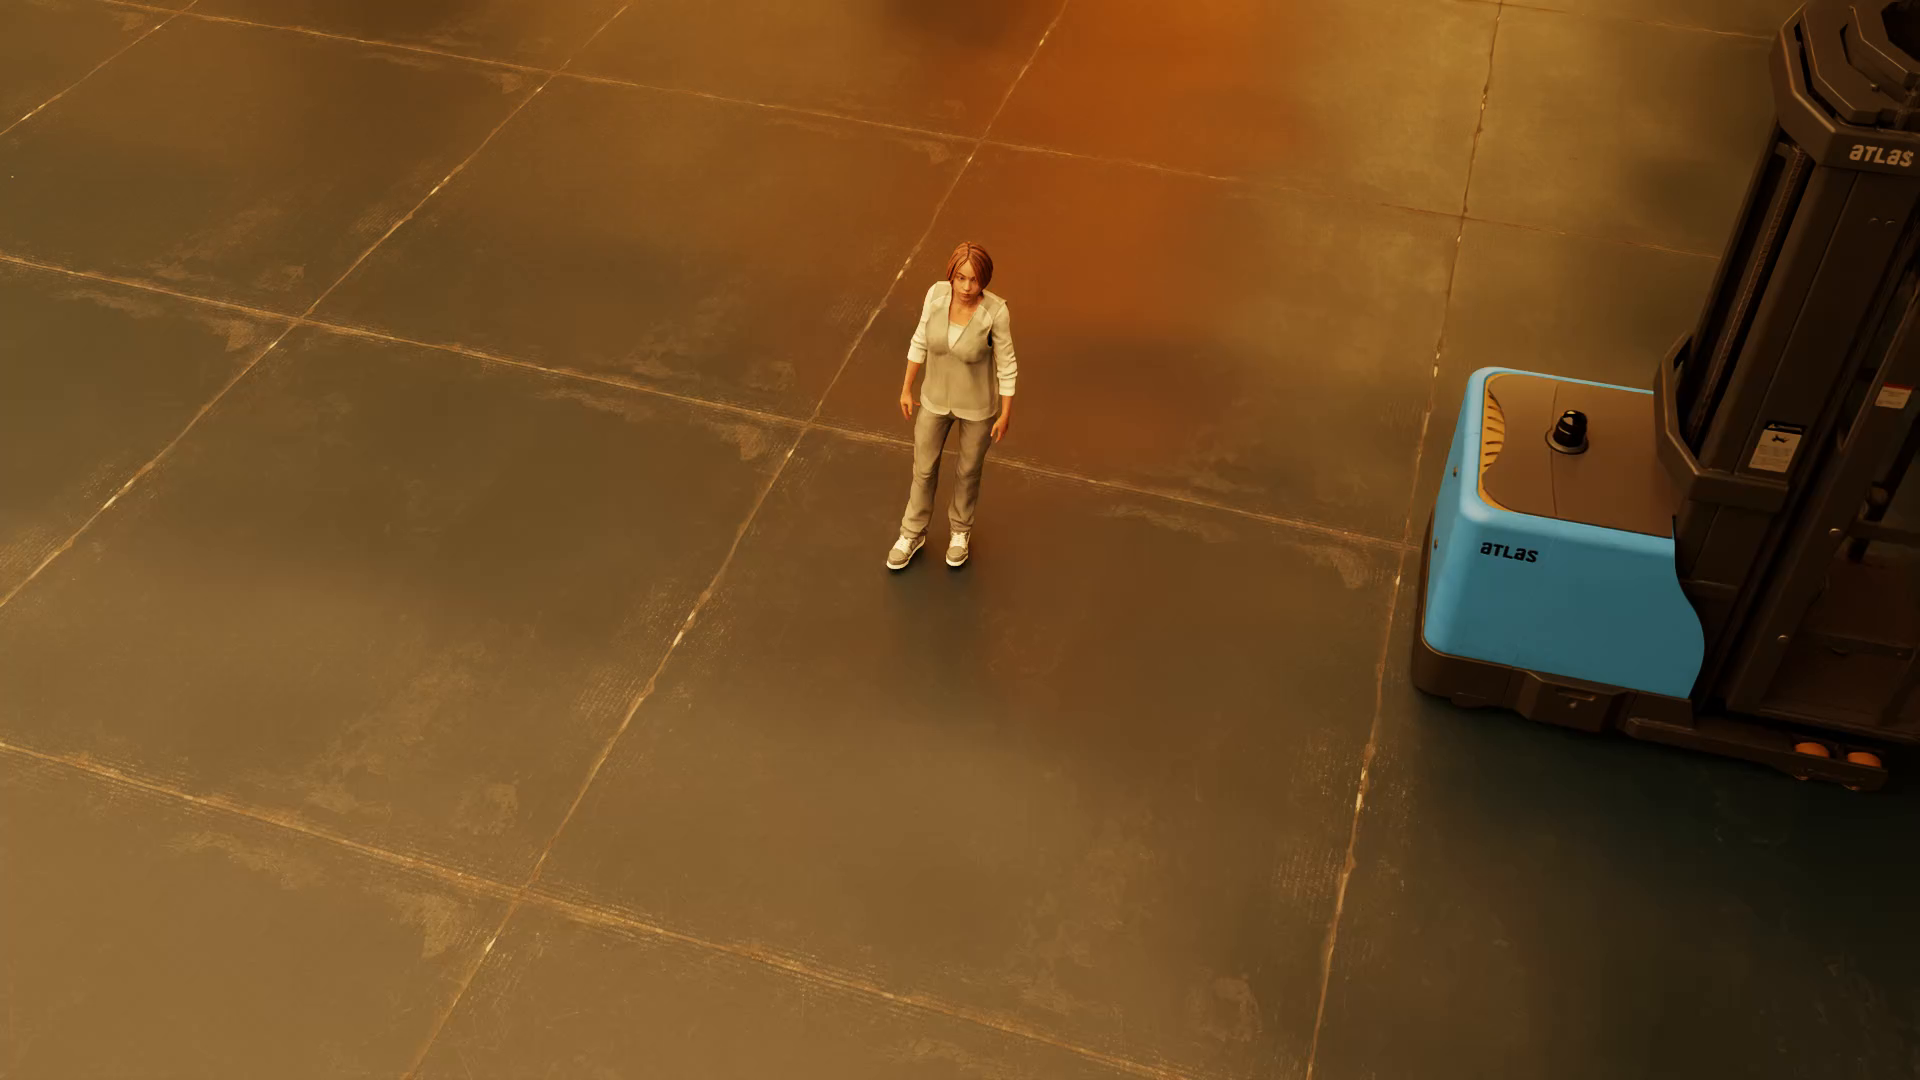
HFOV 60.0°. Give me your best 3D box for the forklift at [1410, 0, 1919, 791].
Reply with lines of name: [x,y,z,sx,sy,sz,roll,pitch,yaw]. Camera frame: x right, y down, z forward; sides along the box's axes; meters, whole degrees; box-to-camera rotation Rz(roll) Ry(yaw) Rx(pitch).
forklift: [3.501,-0.459,6.182,3.031,2.935,1.130,11,44,11]

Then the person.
person: [-0.036,-0.545,7.244,0.521,1.596,0.475,12,44,13]
